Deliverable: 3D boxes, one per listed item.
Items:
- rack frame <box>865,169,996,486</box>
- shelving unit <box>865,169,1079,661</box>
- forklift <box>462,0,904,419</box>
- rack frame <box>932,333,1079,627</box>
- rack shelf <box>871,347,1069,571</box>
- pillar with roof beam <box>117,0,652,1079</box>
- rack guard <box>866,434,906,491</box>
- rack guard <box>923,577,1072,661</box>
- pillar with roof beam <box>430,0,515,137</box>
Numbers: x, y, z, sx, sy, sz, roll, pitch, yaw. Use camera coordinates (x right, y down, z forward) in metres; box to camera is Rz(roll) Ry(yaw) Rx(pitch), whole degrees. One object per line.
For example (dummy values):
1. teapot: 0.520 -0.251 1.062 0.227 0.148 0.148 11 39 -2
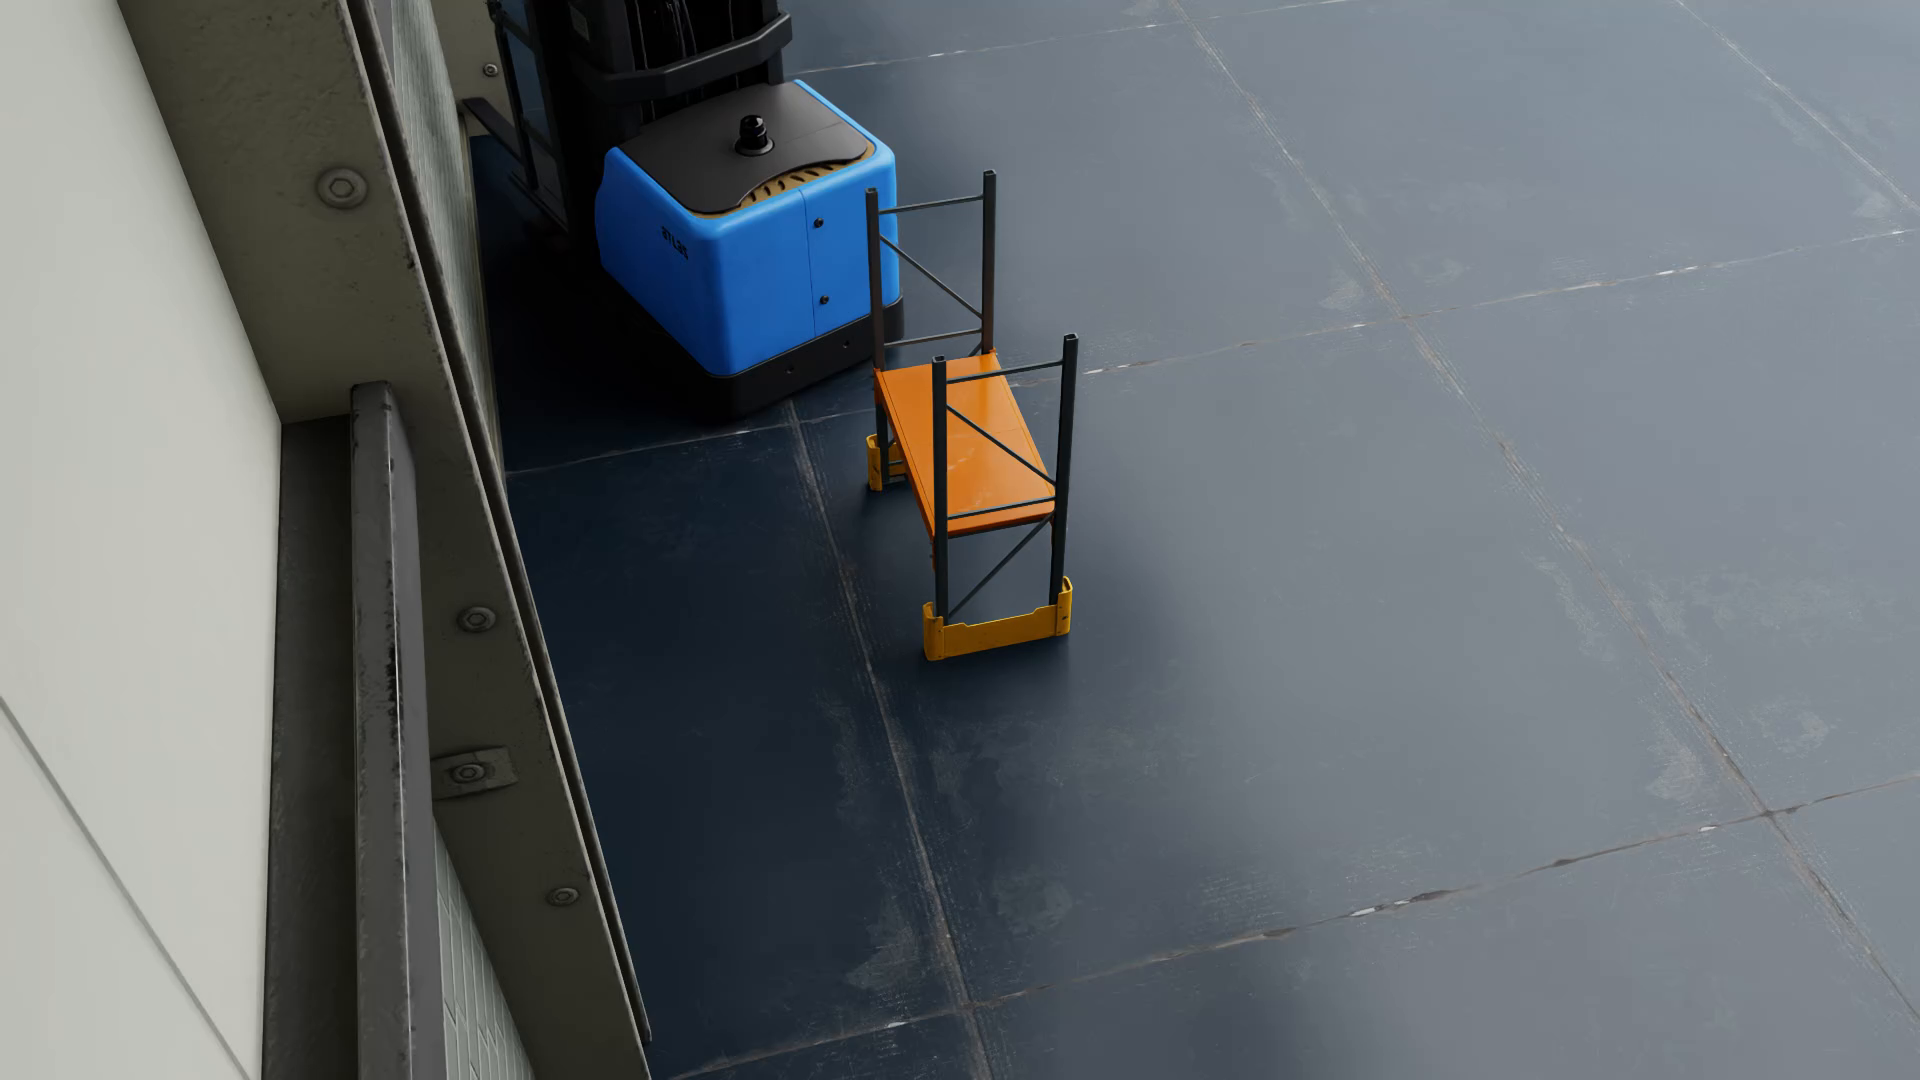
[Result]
1. rack frame: -0.108 -0.817 6.751 0.500 1.500 0.032 -11 47 -10
2. shelving unit: 0.020 -0.472 6.414 0.587 1.500 1.083 -11 47 -10
3. forklift: -1.548 -2.574 7.472 1.130 2.935 3.031 -28 52 -25
4. rack frame: 0.152 -0.115 6.063 0.500 1.500 0.032 -11 47 -10
5. rack shelf: 0.022 -0.340 6.536 0.538 0.185 1.000 -11 47 -10
6. pillar with roof beam: 3.048 -2.180 2.836 9.100 9.000 0.400 -11 47 -10
7. rack guard: -0.108 -0.379 7.197 0.587 0.250 0.087 -11 47 -10
8. rack guard: 0.147 0.309 6.523 0.587 0.250 0.087 -11 47 -10
9. pillar with roof beam: 1.512 -6.322 6.896 9.100 9.000 0.400 -11 47 -10
